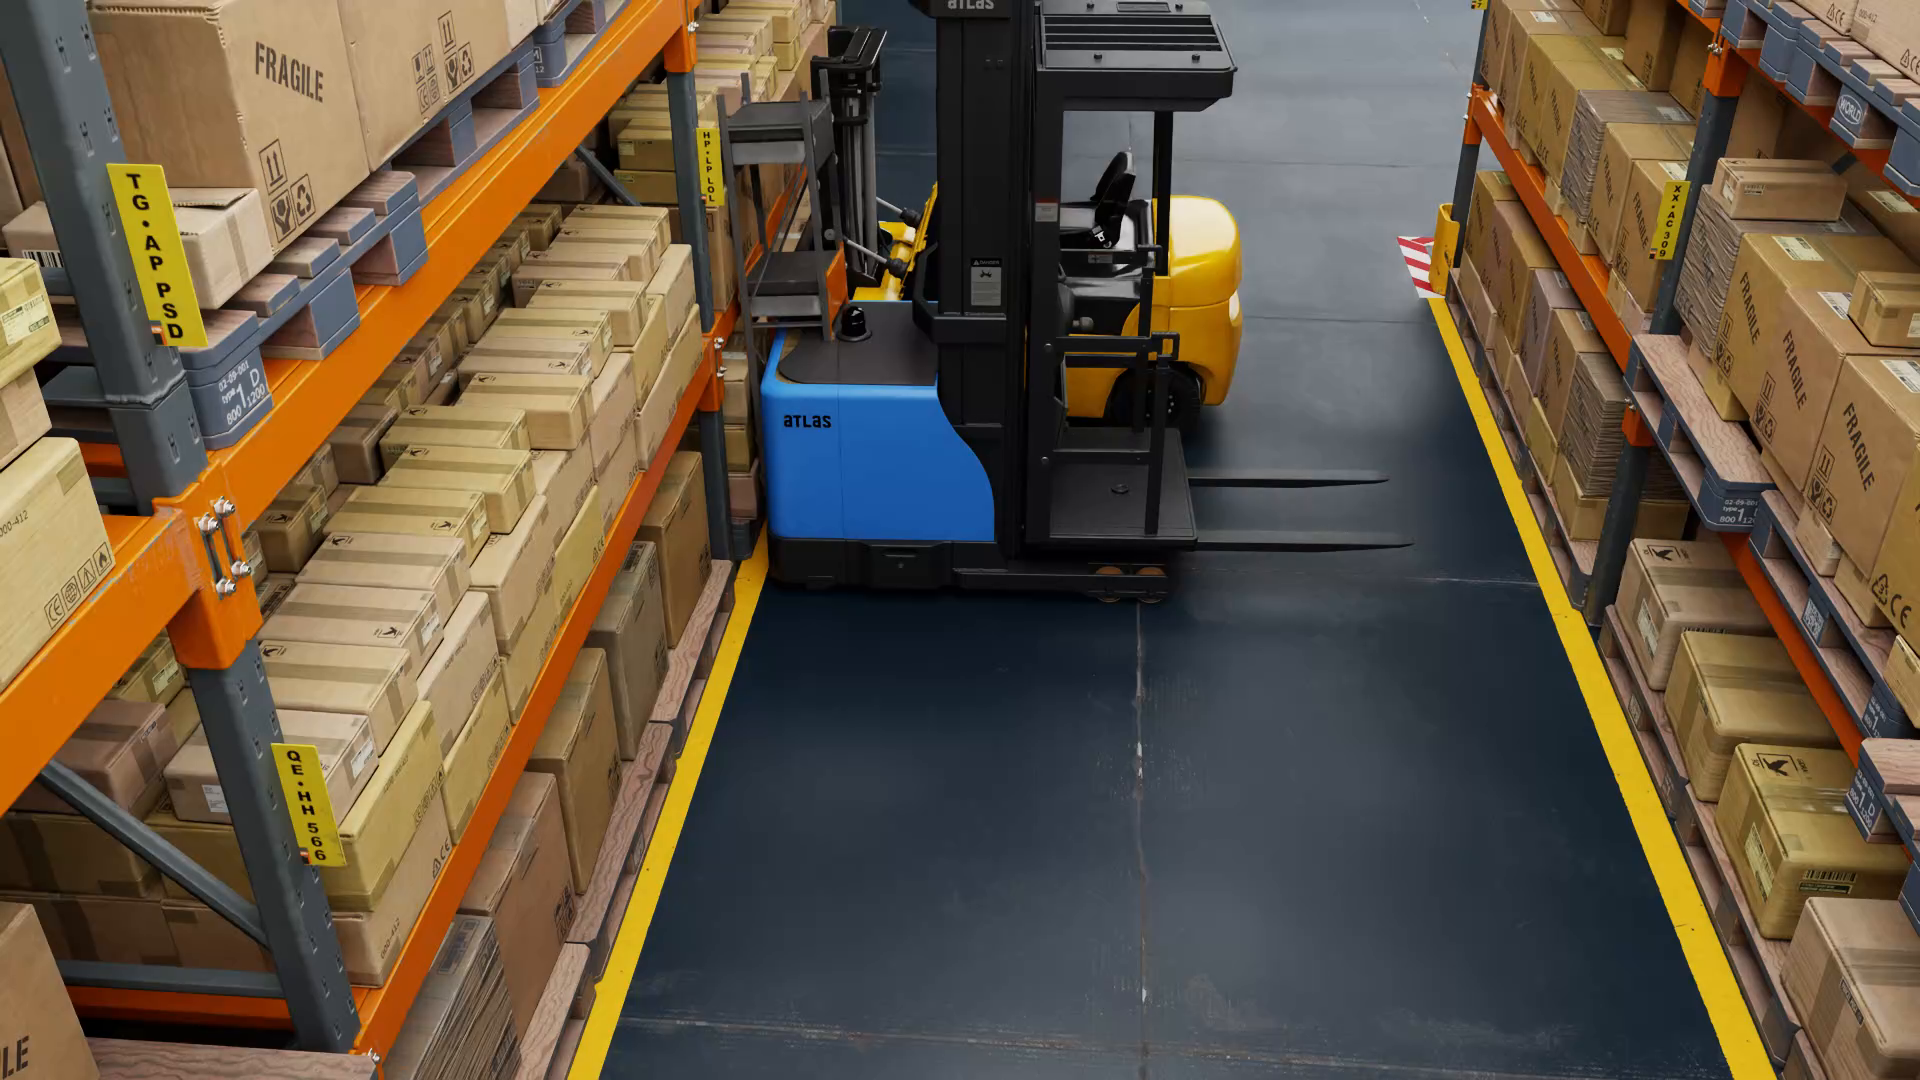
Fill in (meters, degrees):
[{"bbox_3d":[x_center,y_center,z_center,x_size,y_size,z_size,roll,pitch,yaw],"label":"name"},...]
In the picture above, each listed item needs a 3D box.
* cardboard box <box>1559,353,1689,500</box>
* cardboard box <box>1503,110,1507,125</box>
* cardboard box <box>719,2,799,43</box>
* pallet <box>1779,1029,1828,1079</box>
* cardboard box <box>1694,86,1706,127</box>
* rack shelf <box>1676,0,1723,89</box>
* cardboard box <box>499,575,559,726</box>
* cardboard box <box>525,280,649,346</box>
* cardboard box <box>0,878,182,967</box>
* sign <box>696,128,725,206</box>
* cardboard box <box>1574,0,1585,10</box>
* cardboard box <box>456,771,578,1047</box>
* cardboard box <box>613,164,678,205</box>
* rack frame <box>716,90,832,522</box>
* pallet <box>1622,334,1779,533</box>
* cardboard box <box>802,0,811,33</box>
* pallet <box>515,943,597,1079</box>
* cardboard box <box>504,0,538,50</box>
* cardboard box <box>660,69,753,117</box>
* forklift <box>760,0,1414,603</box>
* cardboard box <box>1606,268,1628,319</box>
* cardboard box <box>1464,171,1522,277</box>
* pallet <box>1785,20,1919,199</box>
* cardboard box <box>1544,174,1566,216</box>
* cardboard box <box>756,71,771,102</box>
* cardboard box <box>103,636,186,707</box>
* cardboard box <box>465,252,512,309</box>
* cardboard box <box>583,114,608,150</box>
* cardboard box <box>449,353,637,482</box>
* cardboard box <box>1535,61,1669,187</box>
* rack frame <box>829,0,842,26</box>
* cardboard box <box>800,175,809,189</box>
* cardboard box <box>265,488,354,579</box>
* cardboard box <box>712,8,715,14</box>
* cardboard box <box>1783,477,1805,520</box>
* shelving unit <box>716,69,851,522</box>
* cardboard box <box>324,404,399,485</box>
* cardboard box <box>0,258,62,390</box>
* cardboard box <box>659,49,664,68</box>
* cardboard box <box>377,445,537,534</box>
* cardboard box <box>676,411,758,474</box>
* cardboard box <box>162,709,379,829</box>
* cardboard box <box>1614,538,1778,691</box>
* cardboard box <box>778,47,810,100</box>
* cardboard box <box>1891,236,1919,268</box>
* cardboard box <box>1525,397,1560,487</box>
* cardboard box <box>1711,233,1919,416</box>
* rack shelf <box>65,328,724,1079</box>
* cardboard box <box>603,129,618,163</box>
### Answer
[{"bbox_3d":[3.154,-0.534,7.763,0.500,0.500,0.500,2,32,3],"label":"cardboard box"},{"bbox_3d":[3.357,-2.434,9.580,0.380,0.149,0.250,1,32,2],"label":"cardboard box"},{"bbox_3d":[-1.071,-2.765,8.880,0.380,0.149,0.250,3,32,5],"label":"cardboard box"},{"bbox_3d":[3.113,1.984,4.829,1.003,0.211,1.213,2,32,4],"label":"pallet"},{"bbox_3d":[3.689,-1.968,7.252,0.700,0.500,0.500,3,32,4],"label":"cardboard box"},{"bbox_3d":[3.537,-2.902,7.927,1.077,0.370,4.000,2,32,4],"label":"rack shelf"},{"bbox_3d":[-1.539,0.305,5.038,0.500,0.250,0.500,1,32,2],"label":"cardboard box"},{"bbox_3d":[-1.345,-0.822,6.011,0.380,0.149,0.250,2,32,2],"label":"cardboard box"},{"bbox_3d":[-2.118,0.814,4.214,0.500,0.250,0.500,2,32,3],"label":"cardboard box"},{"bbox_3d":[-1.032,-1.537,6.857,0.100,0.325,0.005,2,32,4],"label":"sign"},{"bbox_3d":[3.875,-3.296,9.407,0.700,0.500,0.500,2,32,3],"label":"cardboard box"},{"bbox_3d":[-1.790,1.160,5.371,0.875,0.625,0.625,3,32,6],"label":"cardboard box"},{"bbox_3d":[-1.286,-1.570,7.225,0.380,0.149,0.250,2,32,3],"label":"cardboard box"},{"bbox_3d":[-0.792,-0.983,7.614,0.400,2.100,0.015,-1,26,7],"label":"rack frame"},{"bbox_3d":[3.167,-0.411,6.240,1.003,0.211,1.213,2,32,4],"label":"pallet"},{"bbox_3d":[-1.070,-3.045,9.618,0.380,0.149,0.250,3,32,5],"label":"cardboard box"},{"bbox_3d":[-1.794,1.754,5.203,1.003,0.211,1.213,2,32,4],"label":"pallet"},{"bbox_3d":[-1.423,-1.496,4.703,0.380,0.149,0.250,2,32,3],"label":"cardboard box"},{"bbox_3d":[-1.186,-2.100,7.801,0.380,0.149,0.250,3,32,5],"label":"cardboard box"},{"bbox_3d":[0.625,-1.238,7.465,3.031,2.935,1.130,1,32,1],"label":"forklift"},{"bbox_3d":[3.110,-1.091,7.400,0.380,0.149,0.250,3,32,5],"label":"cardboard box"},{"bbox_3d":[3.357,-1.883,9.951,0.500,0.500,0.500,1,32,2],"label":"cardboard box"},{"bbox_3d":[3.136,-1.222,4.694,1.213,0.211,1.003,2,32,4],"label":"pallet"},{"bbox_3d":[3.211,-1.760,8.486,0.380,0.149,0.250,3,32,4],"label":"cardboard box"},{"bbox_3d":[-1.153,-2.238,8.309,0.380,0.149,0.250,1,32,2],"label":"cardboard box"},{"bbox_3d":[-2.165,0.357,4.099,0.380,0.149,0.250,3,32,5],"label":"cardboard box"},{"bbox_3d":[-1.911,-0.971,6.254,0.380,0.149,0.250,2,32,4],"label":"cardboard box"},{"bbox_3d":[-1.787,-1.851,7.397,0.380,0.149,0.250,2,32,3],"label":"cardboard box"},{"bbox_3d":[-1.441,-0.441,5.773,0.500,0.250,0.500,3,32,5],"label":"cardboard box"},{"bbox_3d":[3.272,-2.107,8.431,0.500,0.500,0.500,2,32,3],"label":"cardboard box"},{"bbox_3d":[-1.248,-3.188,10.563,1.000,3.000,0.127,2,32,4],"label":"rack frame"},{"bbox_3d":[-1.010,-2.100,10.066,0.500,0.250,0.500,3,32,5],"label":"cardboard box"},{"bbox_3d":[-2.056,0.071,4.943,0.500,0.250,0.500,2,32,4],"label":"cardboard box"},{"bbox_3d":[-1.600,-2.938,9.445,0.380,0.149,0.250,1,32,2],"label":"cardboard box"},{"bbox_3d":[2.953,-0.139,5.455,0.380,0.149,0.250,3,32,4],"label":"cardboard box"},{"bbox_3d":[-0.768,-1.090,7.831,0.431,2.100,0.503,-1,26,7],"label":"shelving unit"},{"bbox_3d":[-1.969,-0.305,5.173,0.380,0.149,0.250,3,32,5],"label":"cardboard box"},{"bbox_3d":[-1.633,-0.321,2.533,0.380,0.149,0.250,3,32,6],"label":"cardboard box"},{"bbox_3d":[-1.661,-2.520,8.484,0.380,0.149,0.250,3,32,5],"label":"cardboard box"},{"bbox_3d":[-1.485,-0.152,4.925,0.380,0.149,0.250,3,32,5],"label":"cardboard box"},{"bbox_3d":[-1.227,-0.557,8.038,0.500,0.250,0.500,2,32,4],"label":"cardboard box"},{"bbox_3d":[-1.580,0.523,3.829,0.380,0.149,0.250,3,32,5],"label":"cardboard box"},{"bbox_3d":[3.334,0.328,6.962,0.950,0.372,0.625,3,32,5],"label":"cardboard box"},{"bbox_3d":[-1.119,-2.423,9.227,0.500,0.500,0.500,2,32,3],"label":"cardboard box"},{"bbox_3d":[3.526,-0.723,5.785,0.500,0.500,0.500,3,32,4],"label":"cardboard box"},{"bbox_3d":[3.187,-0.494,8.412,0.500,0.250,0.500,2,32,3],"label":"cardboard box"},{"bbox_3d":[3.010,-0.739,5.811,0.500,0.500,0.500,3,32,4],"label":"cardboard box"},{"bbox_3d":[-1.737,0.256,5.661,1.077,0.370,4.000,2,32,4],"label":"rack shelf"},{"bbox_3d":[-1.788,-1.864,7.702,0.380,0.149,0.250,3,32,5],"label":"cardboard box"}]
